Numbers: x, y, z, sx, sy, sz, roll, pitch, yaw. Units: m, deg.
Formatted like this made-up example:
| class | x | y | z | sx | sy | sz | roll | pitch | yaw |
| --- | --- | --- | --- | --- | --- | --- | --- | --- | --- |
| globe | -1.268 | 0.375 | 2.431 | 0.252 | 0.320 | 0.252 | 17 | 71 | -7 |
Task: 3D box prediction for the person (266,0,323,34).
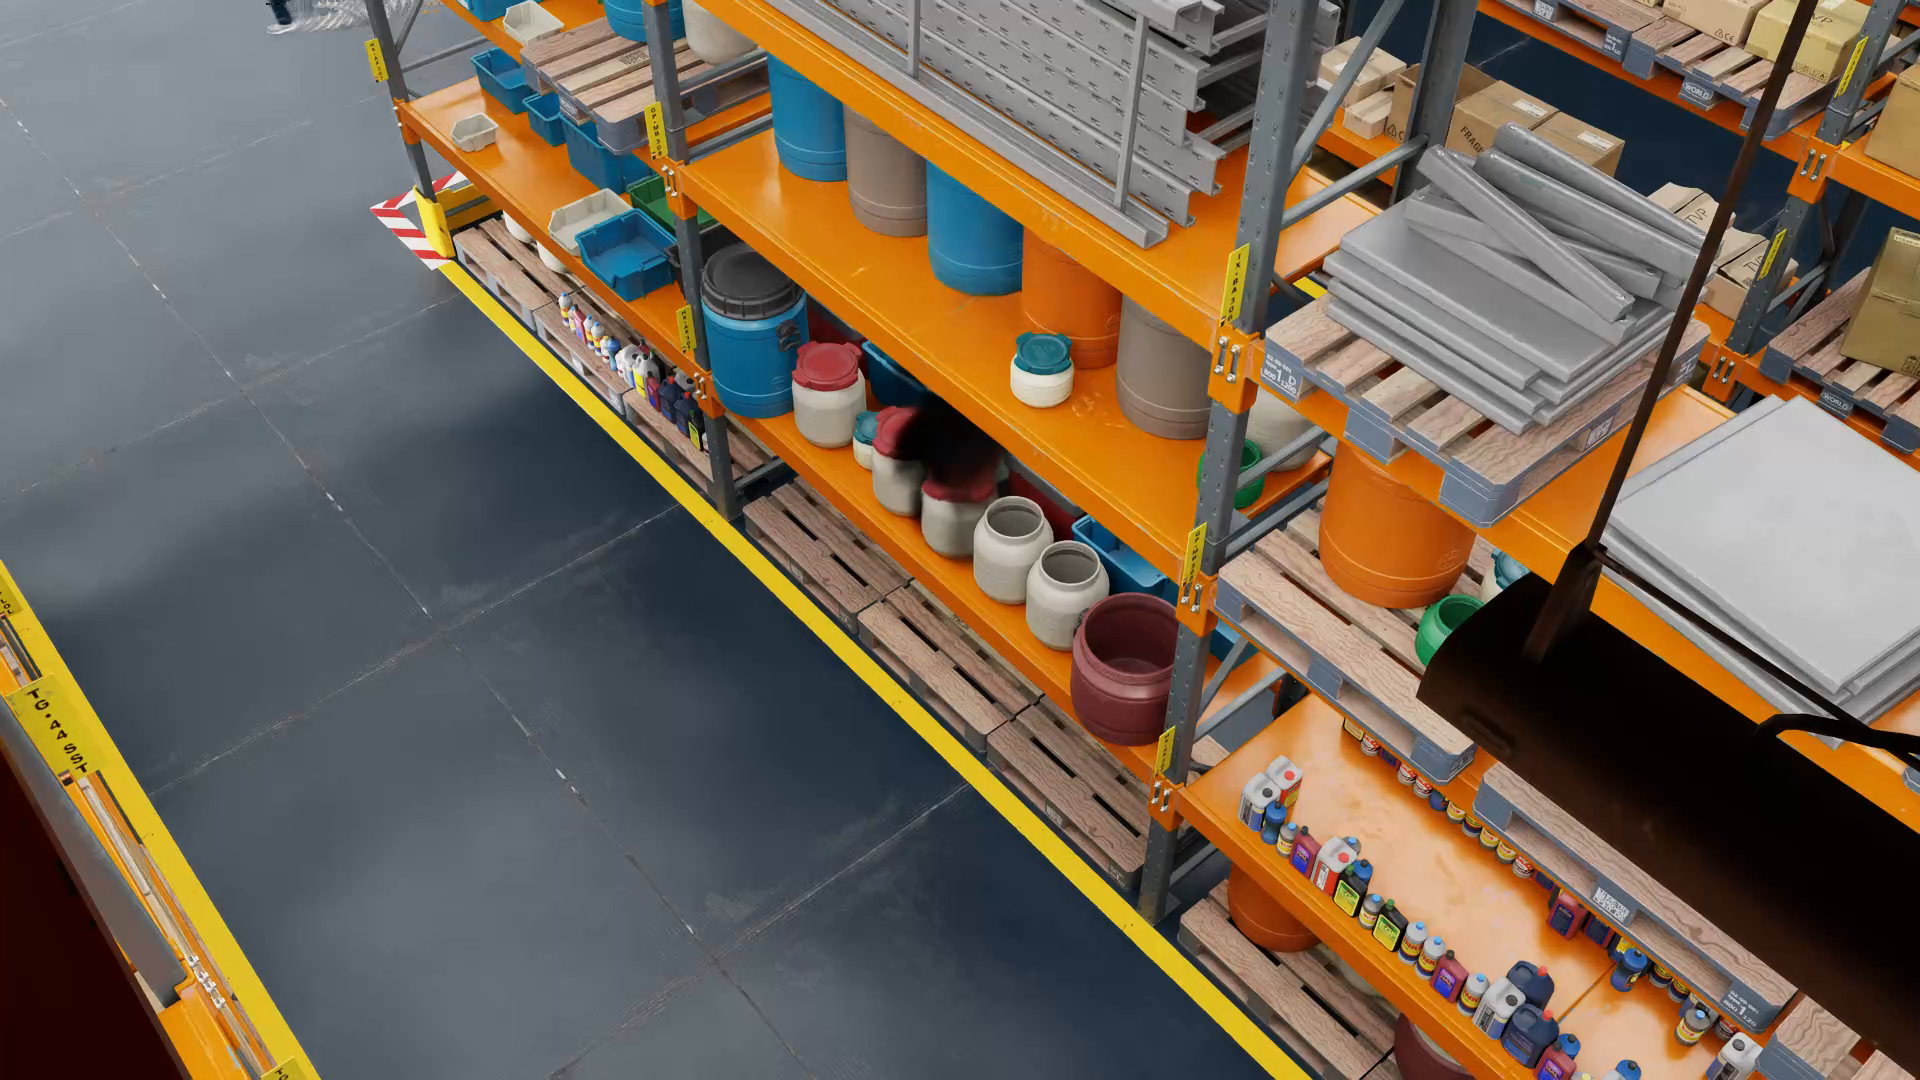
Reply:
| class | x | y | z | sx | sy | sz | roll | pitch | yaw |
| --- | --- | --- | --- | --- | --- | --- | --- | --- | --- |
| person | -6.129 | -5.304 | 14.950 | 0.651 | 1.565 | 0.536 | -13 | 48 | -12 |
